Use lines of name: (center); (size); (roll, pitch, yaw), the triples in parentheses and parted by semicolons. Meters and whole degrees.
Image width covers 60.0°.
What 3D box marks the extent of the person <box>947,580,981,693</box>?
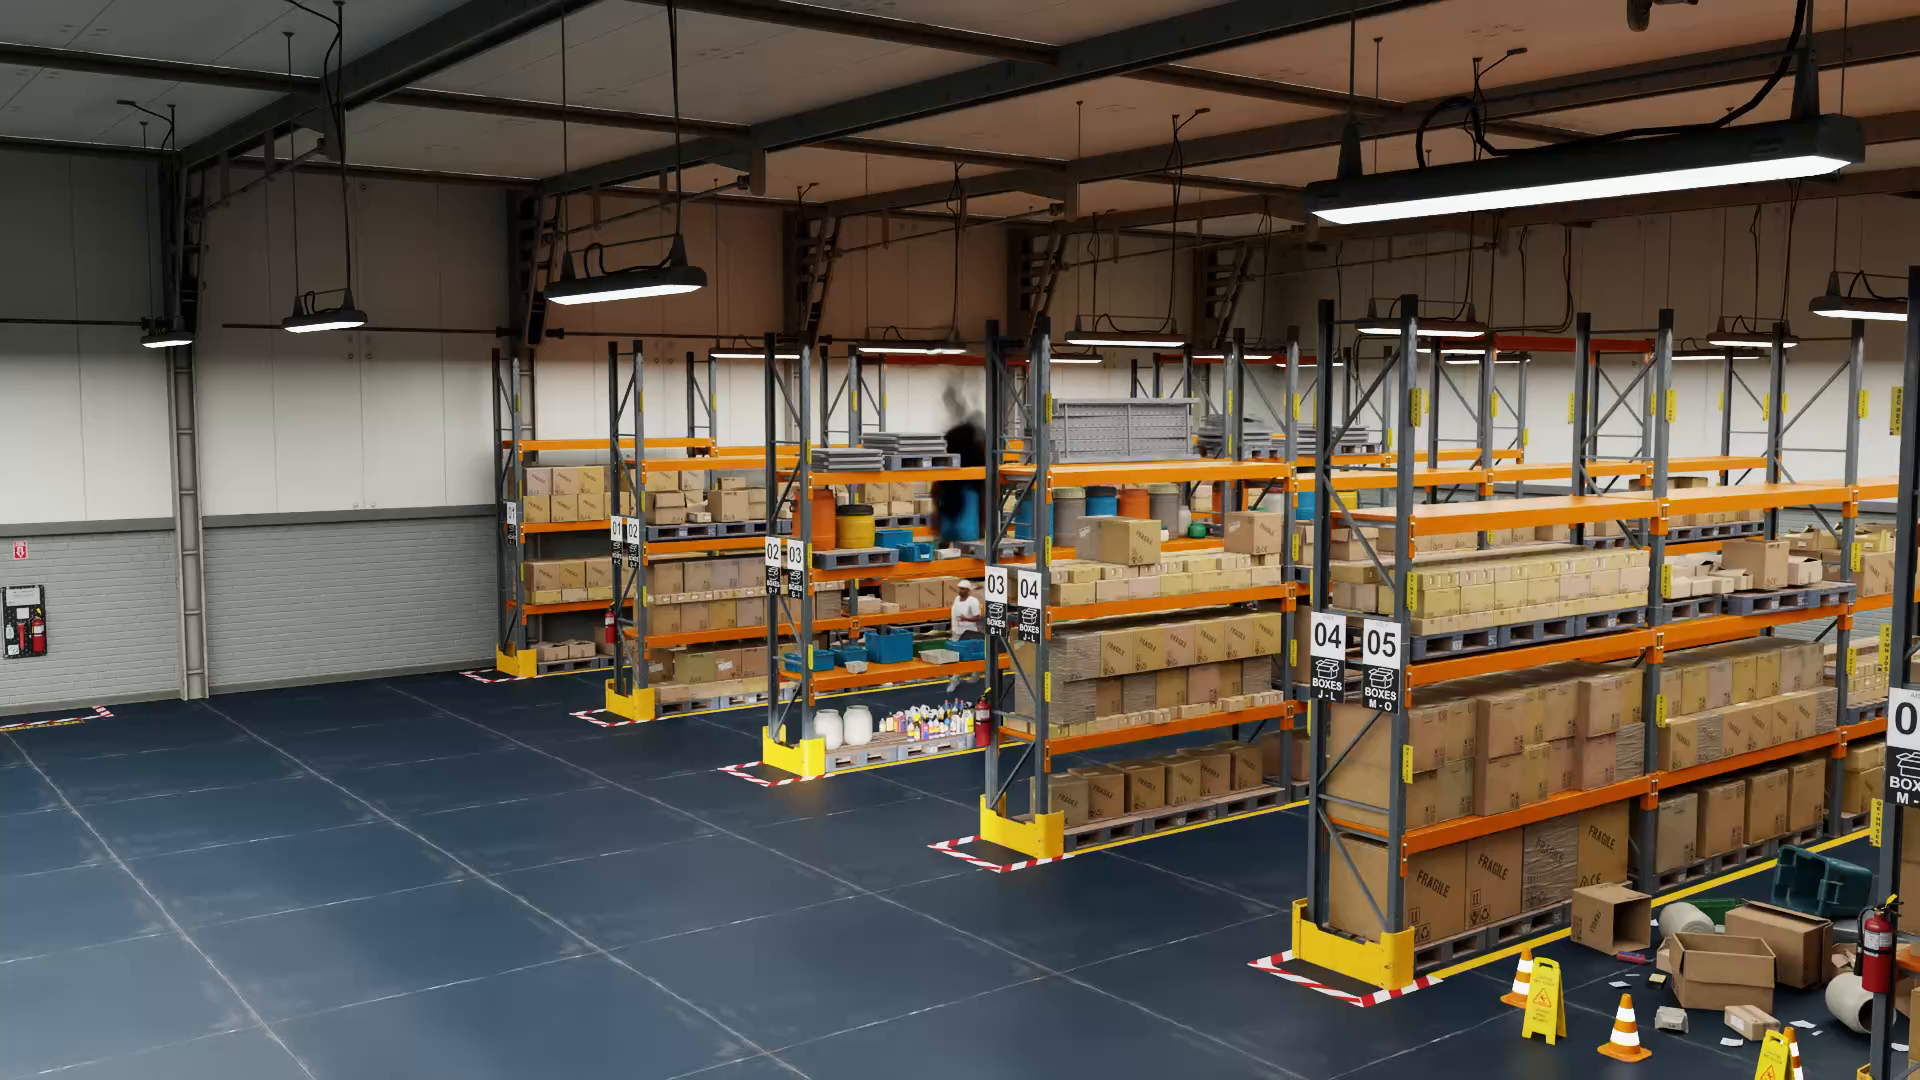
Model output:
person: (0.069, 1.593, 27.649); (0.674, 1.879, 0.757); (4, 6, 36)
